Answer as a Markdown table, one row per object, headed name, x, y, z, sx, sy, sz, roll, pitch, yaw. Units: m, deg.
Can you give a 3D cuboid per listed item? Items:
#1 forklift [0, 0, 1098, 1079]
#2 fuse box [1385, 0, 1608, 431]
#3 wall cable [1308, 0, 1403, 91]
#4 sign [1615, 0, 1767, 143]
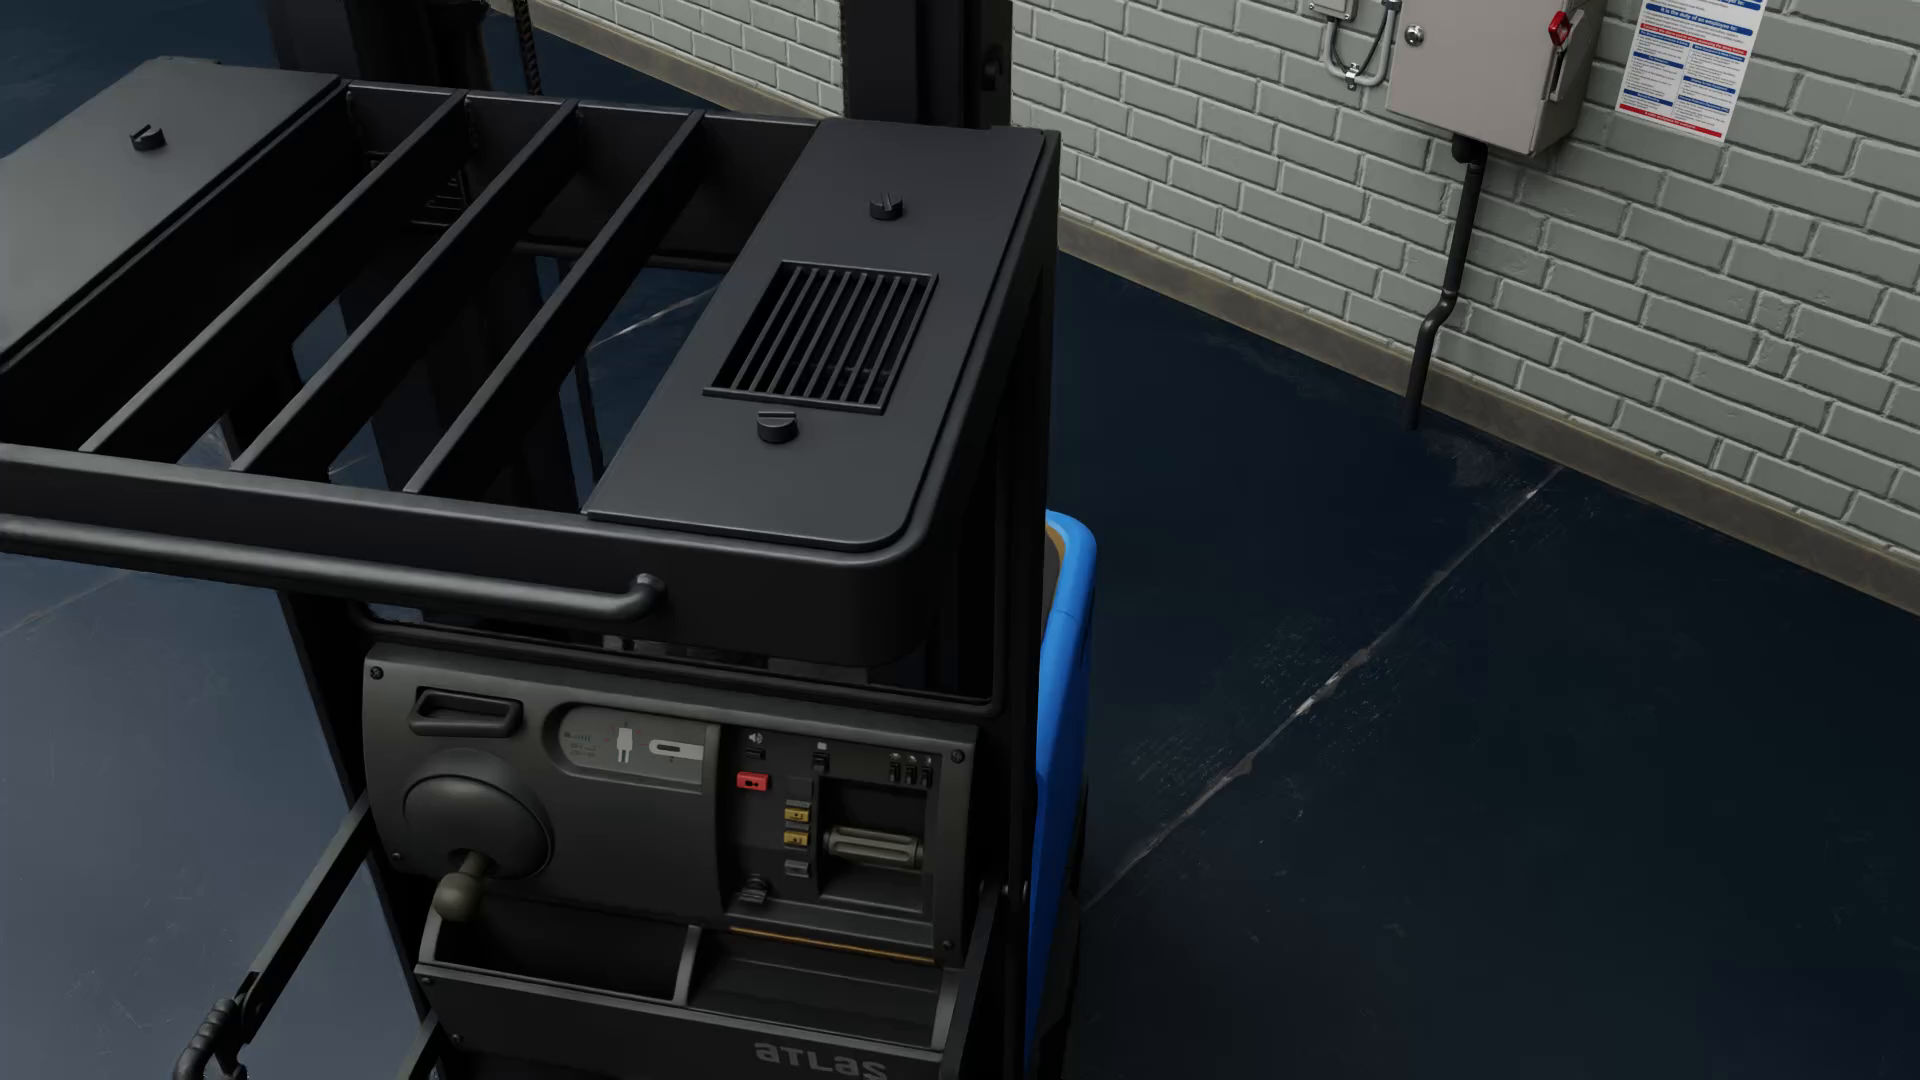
| name | x | y | z | sx | sy | sz | roll | pitch | yaw |
| --- | --- | --- | --- | --- | --- | --- | --- | --- | --- |
| forklift | -0.479 | 0.478 | 2.293 | 1.130 | 2.935 | 3.031 | 7 | 39 | 9 |
| fuse box | 1.549 | -1.038 | 5.181 | 0.539 | 1.711 | 0.414 | 30 | 47 | 32 |
| wall cable | 1.151 | -2.299 | 4.915 | 0.588 | 1.984 | 0.122 | 30 | 47 | 32 |
| sign | 2.053 | -1.393 | 4.668 | 0.329 | 0.494 | 0.001 | 30 | 47 | 32 |
